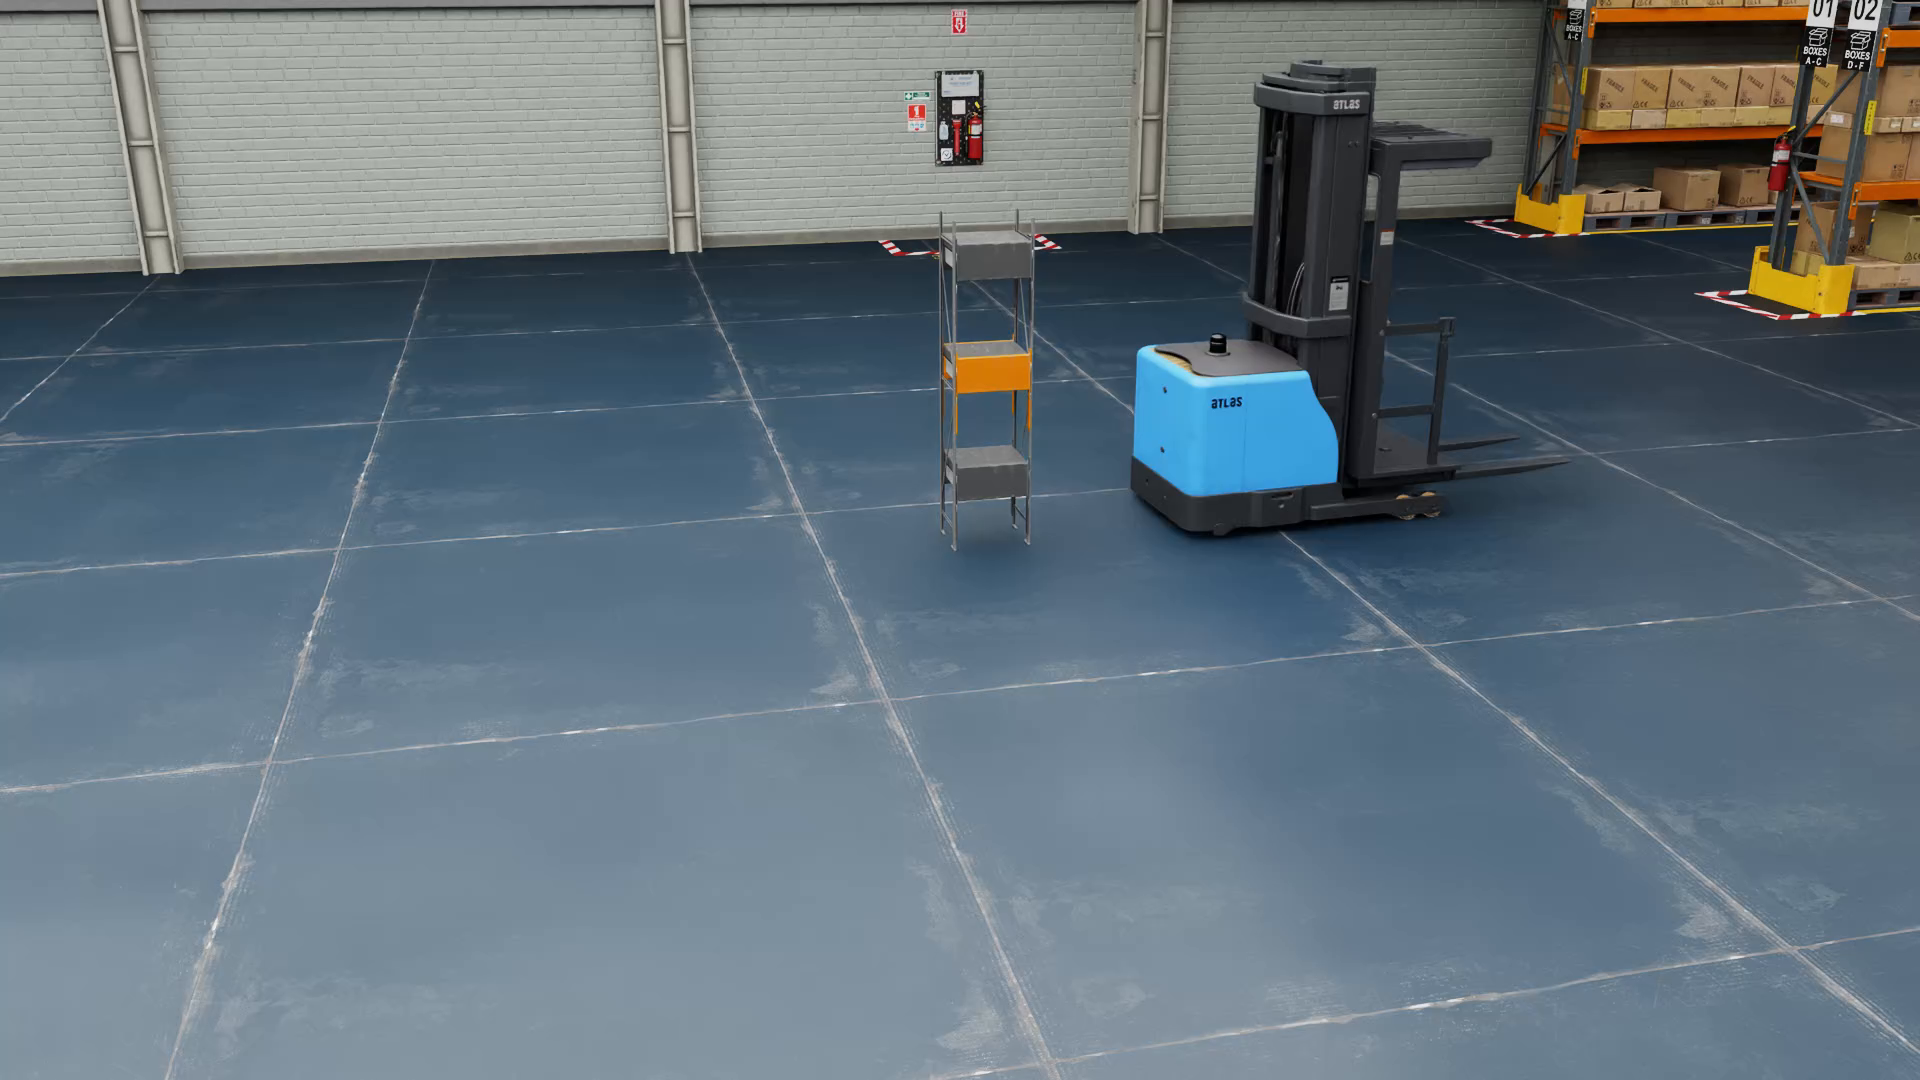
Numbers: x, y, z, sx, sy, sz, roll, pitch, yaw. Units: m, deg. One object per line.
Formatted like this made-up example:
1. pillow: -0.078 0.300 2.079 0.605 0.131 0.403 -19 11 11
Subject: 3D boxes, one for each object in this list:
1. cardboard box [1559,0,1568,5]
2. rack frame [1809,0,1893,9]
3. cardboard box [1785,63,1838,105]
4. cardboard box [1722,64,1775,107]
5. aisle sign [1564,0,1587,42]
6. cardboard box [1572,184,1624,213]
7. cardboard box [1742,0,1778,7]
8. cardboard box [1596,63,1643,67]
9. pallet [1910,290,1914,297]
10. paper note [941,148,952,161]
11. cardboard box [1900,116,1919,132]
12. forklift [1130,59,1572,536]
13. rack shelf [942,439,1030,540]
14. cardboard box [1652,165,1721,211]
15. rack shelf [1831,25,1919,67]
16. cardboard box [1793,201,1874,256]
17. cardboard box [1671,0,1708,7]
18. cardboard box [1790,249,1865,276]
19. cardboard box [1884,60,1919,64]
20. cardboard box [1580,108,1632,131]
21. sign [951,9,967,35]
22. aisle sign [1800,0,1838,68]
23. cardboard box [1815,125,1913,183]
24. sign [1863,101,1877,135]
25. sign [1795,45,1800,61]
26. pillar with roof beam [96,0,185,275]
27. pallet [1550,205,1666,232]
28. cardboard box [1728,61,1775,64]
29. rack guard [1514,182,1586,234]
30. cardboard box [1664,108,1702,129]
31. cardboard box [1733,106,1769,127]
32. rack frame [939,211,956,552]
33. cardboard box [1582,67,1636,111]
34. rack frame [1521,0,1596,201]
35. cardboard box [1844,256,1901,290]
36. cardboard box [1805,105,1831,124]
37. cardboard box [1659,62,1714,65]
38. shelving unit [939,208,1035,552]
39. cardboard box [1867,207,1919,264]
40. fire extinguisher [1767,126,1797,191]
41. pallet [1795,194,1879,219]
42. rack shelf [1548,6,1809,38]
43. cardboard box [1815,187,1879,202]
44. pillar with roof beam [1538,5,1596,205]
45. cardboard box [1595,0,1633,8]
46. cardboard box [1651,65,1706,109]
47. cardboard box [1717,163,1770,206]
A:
1. cardboard box: 8.140 -7.185 21.533 0.500 0.500 0.500 -3 20 -9
2. rack frame: 8.935 -6.762 16.191 0.127 3.000 1.000 -5 21 -12
3. cardboard box: 11.296 -6.069 22.121 0.500 0.500 0.500 -5 21 -13
4. cardboard box: 10.319 -5.992 21.909 0.500 0.500 0.500 -5 21 -14
5. aisle sign: 7.791 -6.717 21.011 0.004 0.787 0.394 -5 21 -12
6. cardboard box: 8.486 -4.571 22.202 0.500 0.311 0.500 -7 21 -19
7. cardboard box: 10.224 -7.169 21.489 0.500 0.500 0.500 -5 21 -15
8. cardboard box: 8.694 -6.039 22.037 0.500 0.500 0.500 -4 21 -12
9. pallet: 10.855 -2.805 18.166 1.213 0.211 1.003 -5 21 -12
10. paper note: -0.167 -4.885 21.071 0.142 0.148 0.016 -5 21 -12
11. cardboard box: 9.623 -4.277 17.041 0.250 0.149 0.380 -5 21 -14
12. forklift: 2.761 -1.678 11.135 3.031 2.935 1.130 -6 21 -16
13. rack shelf: 0.161 -0.329 10.735 0.480 0.518 0.431 -5 21 -12
14. cardboard box: 9.766 -4.747 22.406 0.500 0.500 0.700 -6 21 -16
15. rack shelf: 10.882 -5.174 17.262 4.000 0.370 1.077 -5 21 -12
16. cardboard box: 9.389 -3.345 17.882 0.500 0.500 0.500 -5 21 -12
17. cardboard box: 9.210 -7.083 21.255 0.500 0.500 0.500 -4 20 -10
18. cardboard box: 9.389 -2.992 18.009 0.500 0.250 0.500 -5 21 -12
19. cardboard box: 9.955 -4.681 17.201 0.500 0.500 0.700 -5 21 -14
20. cardboard box: 8.340 -5.474 21.586 0.500 0.250 0.500 -5 21 -14
21. sign: -0.009 -6.411 20.585 0.199 0.298 0.001 -5 21 -12
22. aisle sign: 8.804 -5.259 17.029 0.004 0.787 0.394 -5 21 -12
23. cardboard box: 9.393 -4.024 17.294 0.500 0.500 0.700 -5 21 -12
24. sign: 9.057 -4.202 16.551 0.005 0.325 0.100 -5 21 -12
25. sign: 11.553 -6.648 22.920 0.005 0.325 0.100 -5 21 -12
26. pillar with roof beam: -8.252 -5.899 13.835 0.400 9.000 9.100 -5 21 -12
27. pallet: 8.664 -4.352 22.388 1.213 0.211 1.003 -5 21 -12
28. cardboard box: 10.675 -6.203 22.487 0.500 0.500 0.500 -5 21 -13
29. rack guard: 7.866 -4.435 22.195 0.348 0.500 1.175 -5 21 -12
30. cardboard box: 9.339 -5.558 21.816 0.500 0.250 0.500 -5 21 -13
31. cardboard box: 10.321 -5.638 22.033 0.500 0.250 0.500 -5 21 -13
32. rack frame: -0.076 -0.980 10.436 0.015 2.100 0.400 -5 21 -12
33. cardboard box: 8.326 -5.831 21.470 0.500 0.500 0.500 -5 21 -12
34. rack frame: 7.792 -5.603 21.748 0.127 3.000 1.000 -5 21 -12
35. cardboard box: 9.508 -2.819 17.536 0.500 0.250 0.500 -5 21 -12
36. cardboard box: 11.293 -5.719 22.256 0.500 0.250 0.500 -5 21 -12
37. cardboard box: 9.686 -6.121 22.262 0.500 0.500 0.500 -4 21 -12
38. shelving unit: 0.161 -0.999 10.489 0.503 2.100 0.431 -5 21 -12
39. cardboard box: 9.995 -3.211 17.517 0.500 0.500 0.500 -5 21 -12
40. fire extinguisher: 8.713 -4.055 17.635 0.183 0.674 0.296 -5 21 -12
41. pallet: 12.442 -4.672 23.262 1.213 0.211 1.003 -5 21 -12
42. rack shelf: 9.738 -6.832 21.788 4.000 0.370 1.077 -5 21 -12
43. cardboard box: 12.397 -5.016 23.141 0.500 0.500 0.700 -4 20 -11
44. pillar with roof beam: 9.265 -7.323 17.724 0.400 9.000 9.100 -5 21 -12
45. cardboard box: 8.175 -7.010 21.055 0.500 0.500 0.500 -4 21 -11
46. cardboard box: 9.313 -5.905 21.674 0.500 0.500 0.500 -5 21 -14
47. cardboard box: 10.684 -4.857 22.706 0.500 0.500 0.500 -6 21 -17
